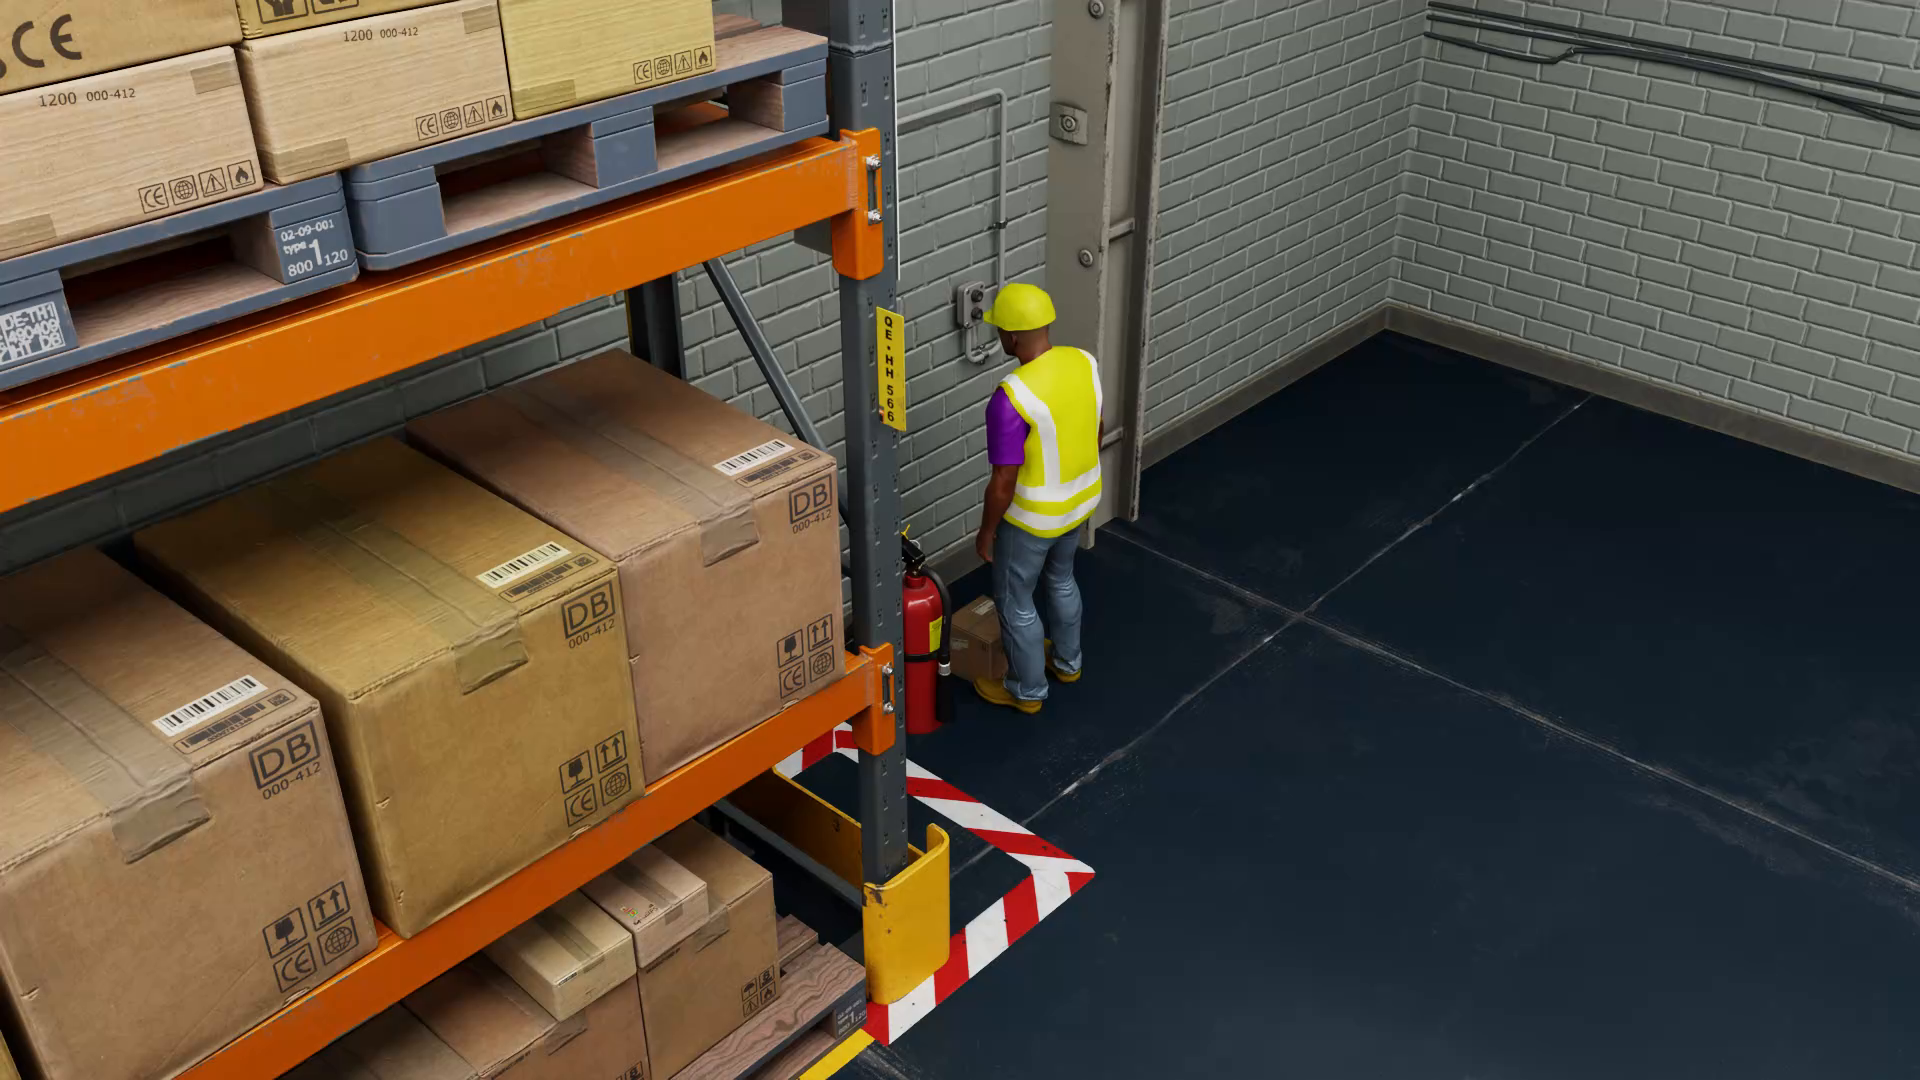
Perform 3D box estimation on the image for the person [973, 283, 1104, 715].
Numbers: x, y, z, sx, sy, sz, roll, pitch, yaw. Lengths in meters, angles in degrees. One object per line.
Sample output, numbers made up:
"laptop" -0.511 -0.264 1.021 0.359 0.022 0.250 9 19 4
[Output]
"person" 0.289 -0.147 6.360 0.461 1.760 0.626 25 39 35
